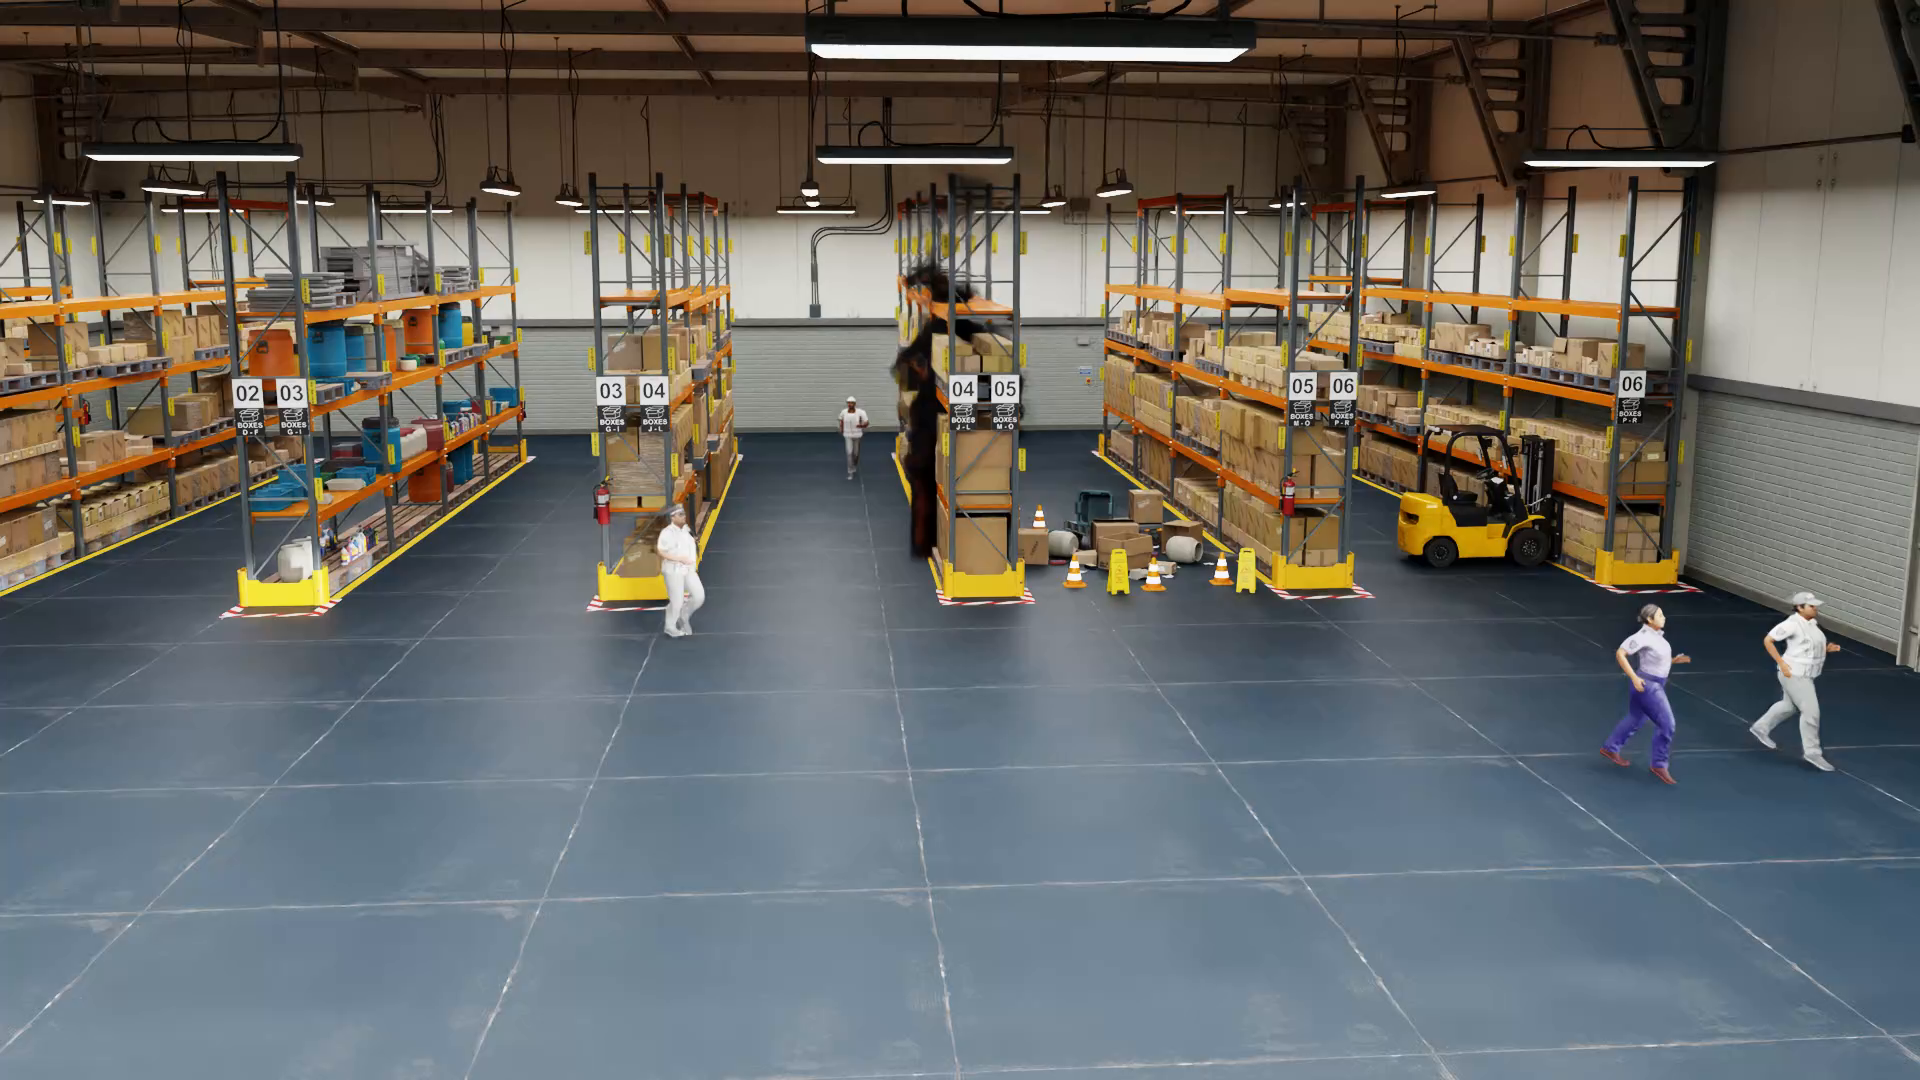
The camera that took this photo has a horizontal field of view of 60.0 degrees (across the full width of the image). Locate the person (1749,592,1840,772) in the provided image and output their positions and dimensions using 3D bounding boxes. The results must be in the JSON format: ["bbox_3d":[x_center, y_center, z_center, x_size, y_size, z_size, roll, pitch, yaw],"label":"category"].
[{"bbox_3d":[8.202,1.339,16.265,0.591,1.695,0.861,-9,14,-43],"label":"person"}]

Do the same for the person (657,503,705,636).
[{"bbox_3d":[-3.575,0.409,21.395,0.649,1.771,0.669,7,12,36],"label":"person"}]

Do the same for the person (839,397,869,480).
[{"bbox_3d":[-2.318,-2.244,36.306,0.681,1.782,0.916,0,10,0],"label":"person"}]

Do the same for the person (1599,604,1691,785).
[{"bbox_3d":[6.509,1.445,15.810,0.764,1.711,0.579,5,11,28],"label":"person"}]
